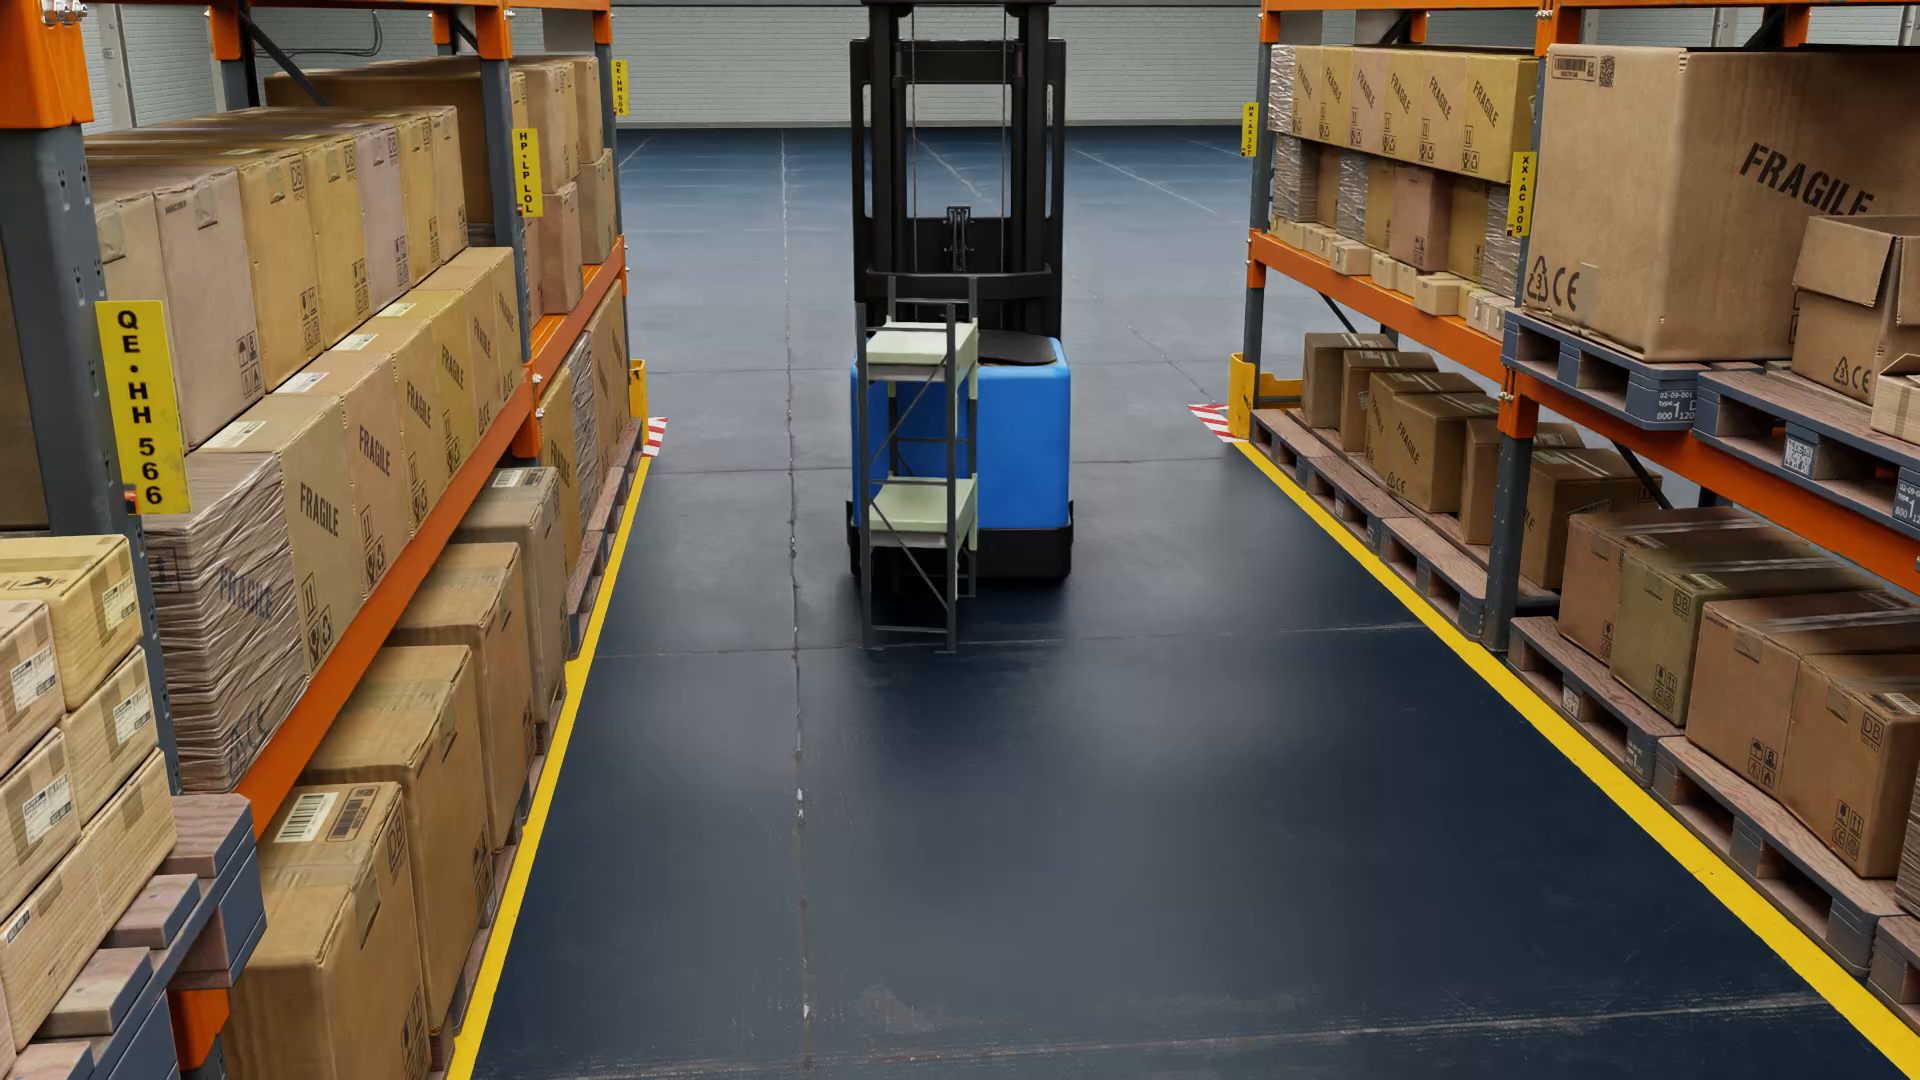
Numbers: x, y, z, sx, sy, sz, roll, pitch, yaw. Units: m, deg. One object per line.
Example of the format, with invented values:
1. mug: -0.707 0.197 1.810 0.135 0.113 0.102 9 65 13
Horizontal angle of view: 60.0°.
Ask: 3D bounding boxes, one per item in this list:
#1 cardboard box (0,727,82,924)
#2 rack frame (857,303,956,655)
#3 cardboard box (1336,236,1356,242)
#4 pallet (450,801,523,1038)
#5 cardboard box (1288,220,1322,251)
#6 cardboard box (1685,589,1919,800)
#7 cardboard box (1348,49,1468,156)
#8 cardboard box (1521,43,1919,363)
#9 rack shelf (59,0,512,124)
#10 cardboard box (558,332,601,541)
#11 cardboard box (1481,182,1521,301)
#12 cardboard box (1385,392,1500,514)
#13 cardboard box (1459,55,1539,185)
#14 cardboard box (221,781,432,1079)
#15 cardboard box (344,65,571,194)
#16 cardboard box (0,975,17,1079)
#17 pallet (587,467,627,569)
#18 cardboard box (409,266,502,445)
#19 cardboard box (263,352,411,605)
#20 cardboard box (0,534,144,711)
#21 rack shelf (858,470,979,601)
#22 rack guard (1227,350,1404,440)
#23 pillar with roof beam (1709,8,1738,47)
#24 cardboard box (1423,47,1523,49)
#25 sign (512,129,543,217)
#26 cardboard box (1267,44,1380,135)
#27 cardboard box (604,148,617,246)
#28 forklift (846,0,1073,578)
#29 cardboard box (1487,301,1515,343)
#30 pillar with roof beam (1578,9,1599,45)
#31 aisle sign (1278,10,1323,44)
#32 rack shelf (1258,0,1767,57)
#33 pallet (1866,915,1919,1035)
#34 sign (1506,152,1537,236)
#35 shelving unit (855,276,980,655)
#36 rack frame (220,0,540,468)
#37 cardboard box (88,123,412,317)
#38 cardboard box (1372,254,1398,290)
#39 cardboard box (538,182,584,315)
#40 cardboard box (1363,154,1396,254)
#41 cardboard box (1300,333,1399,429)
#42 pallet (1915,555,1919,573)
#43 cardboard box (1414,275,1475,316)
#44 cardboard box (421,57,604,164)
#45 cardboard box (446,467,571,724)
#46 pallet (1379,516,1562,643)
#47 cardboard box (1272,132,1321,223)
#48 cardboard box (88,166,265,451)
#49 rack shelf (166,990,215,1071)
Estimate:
1. cardboard box: -1.231 0.329 1.843 0.380 0.149 0.250 -1 17 -4
2. rack frame: -0.217 -0.234 6.919 0.400 1.500 0.023 2 18 7
3. cardboard box: 2.282 -1.584 9.133 0.380 0.149 0.250 -2 18 -6
4. pallet: -1.894 1.069 4.919 1.003 0.211 1.213 -2 18 -6
5. cardboard box: 2.164 -1.806 9.840 0.380 0.149 0.250 -2 18 -6
6. cardboard box: 2.897 0.500 5.517 0.700 0.500 0.500 -3 18 -10
7. cardboard box: 2.295 -2.215 8.393 0.500 0.500 0.500 -2 18 -6
8. cardboard box: 2.710 -1.222 5.858 1.000 1.000 1.000 -2 18 -5
9. rack shelf: -1.971 -1.345 4.147 1.077 0.370 4.000 -2 18 -6
10. cardboard box: -2.269 -0.498 8.101 0.875 0.875 0.875 -2 18 -5
11. cardboard box: 2.782 -1.302 7.152 0.875 0.500 0.500 -2 18 -6
12. cardboard box: 2.557 -0.457 8.598 0.500 0.500 0.500 -3 18 -11
13. cardboard box: 2.447 -1.768 6.969 0.500 0.500 0.500 -2 18 -6
14. cardboard box: -1.738 1.027 3.451 1.050 0.750 0.750 -2 18 -6
15. cardboard box: -2.272 -1.876 7.592 0.875 0.550 0.550 -2 18 -6
16. cardboard box: -1.206 0.542 1.662 0.380 0.149 0.250 -1 17 -5
17. pallet: -2.307 -0.116 8.694 1.003 0.211 1.213 -2 18 -6
18. cardboard box: -1.805 -0.603 5.423 0.500 0.500 0.500 -2 18 -6
19. cardboard box: -1.649 -0.153 3.989 0.500 0.500 0.500 -2 18 -6
20. cardboard box: -1.258 0.106 2.056 0.380 0.149 0.250 -2 18 -8
21. rack shelf: -0.170 -0.032 7.363 0.431 0.370 0.720 2 18 7
22. rack guard: 2.362 -0.953 10.877 1.175 0.500 0.348 -2 18 -6
23. pillar with roof beam: 11.310 -12.325 32.911 9.100 9.000 0.400 -2 18 -6
24. cardboard box: 2.763 -2.380 8.919 0.500 0.500 0.500 -2 18 -6
25. sign: -1.638 -1.387 6.287 0.100 0.325 0.005 -2 18 -6
26. cardboard box: 2.140 -2.662 9.816 0.500 0.500 0.500 -2 18 -6
27. cardboard box: -2.506 -2.007 9.812 0.875 0.550 0.550 -2 18 -6
28. forklift: -0.014 -1.604 8.894 1.130 2.935 3.031 0 17 -1
29. cardboard box: 2.452 -0.911 6.991 0.380 0.149 0.250 -2 18 -6
30. pillar with roof beam: 10.691 -14.112 38.605 9.100 9.000 0.400 -2 18 -6
31. aisle sign: 2.049 -3.417 10.214 0.394 0.787 0.004 -2 18 -6
32. rack shelf: 2.561 -2.660 8.335 1.077 0.370 4.000 -2 18 -6
33. pallet: 3.100 1.313 4.142 1.003 0.211 1.213 -2 18 -6
34. sign: 2.228 -1.370 6.588 0.100 0.325 0.005 -2 18 -6
35. shelving unit: -0.170 -0.343 7.265 0.431 1.500 0.755 2 18 7
36. rack frame: -2.177 -0.853 6.386 1.000 3.000 0.127 -2 18 -6
37. cardboard box: -2.013 -0.926 4.783 0.700 0.500 0.500 -2 18 -5
38. cardboard box: 2.312 -1.359 8.416 0.380 0.149 0.250 -2 18 -6
39. cardboard box: -2.245 -1.362 7.757 0.875 0.550 0.550 -2 18 -6
40. cardboard box: 2.603 -1.748 8.573 0.875 0.500 0.500 -2 18 -6
41. cardboard box: 2.402 -0.989 10.292 0.500 0.500 0.500 1 17 5
42. pallet: 3.000 0.098 3.677 1.213 0.211 1.003 -2 18 -6
43. cardboard box: 2.333 -1.133 7.699 0.380 0.149 0.250 -2 18 -6
44. cardboard box: -2.441 -2.359 9.129 0.875 0.550 0.550 -2 18 -6
45. cardboard box: -2.024 0.202 6.080 1.050 0.750 0.750 -2 18 -6
46. pallet: 2.662 0.155 7.830 1.003 0.211 1.213 -2 18 -6
47. cardboard box: 2.384 -2.193 9.990 0.875 0.500 0.500 -2 18 -6
48. cardboard box: -1.854 -0.471 3.332 0.700 0.500 0.500 -2 18 -6
49. rack shelf: -1.558 1.278 0.800 1.077 0.370 4.000 -2 18 -6
